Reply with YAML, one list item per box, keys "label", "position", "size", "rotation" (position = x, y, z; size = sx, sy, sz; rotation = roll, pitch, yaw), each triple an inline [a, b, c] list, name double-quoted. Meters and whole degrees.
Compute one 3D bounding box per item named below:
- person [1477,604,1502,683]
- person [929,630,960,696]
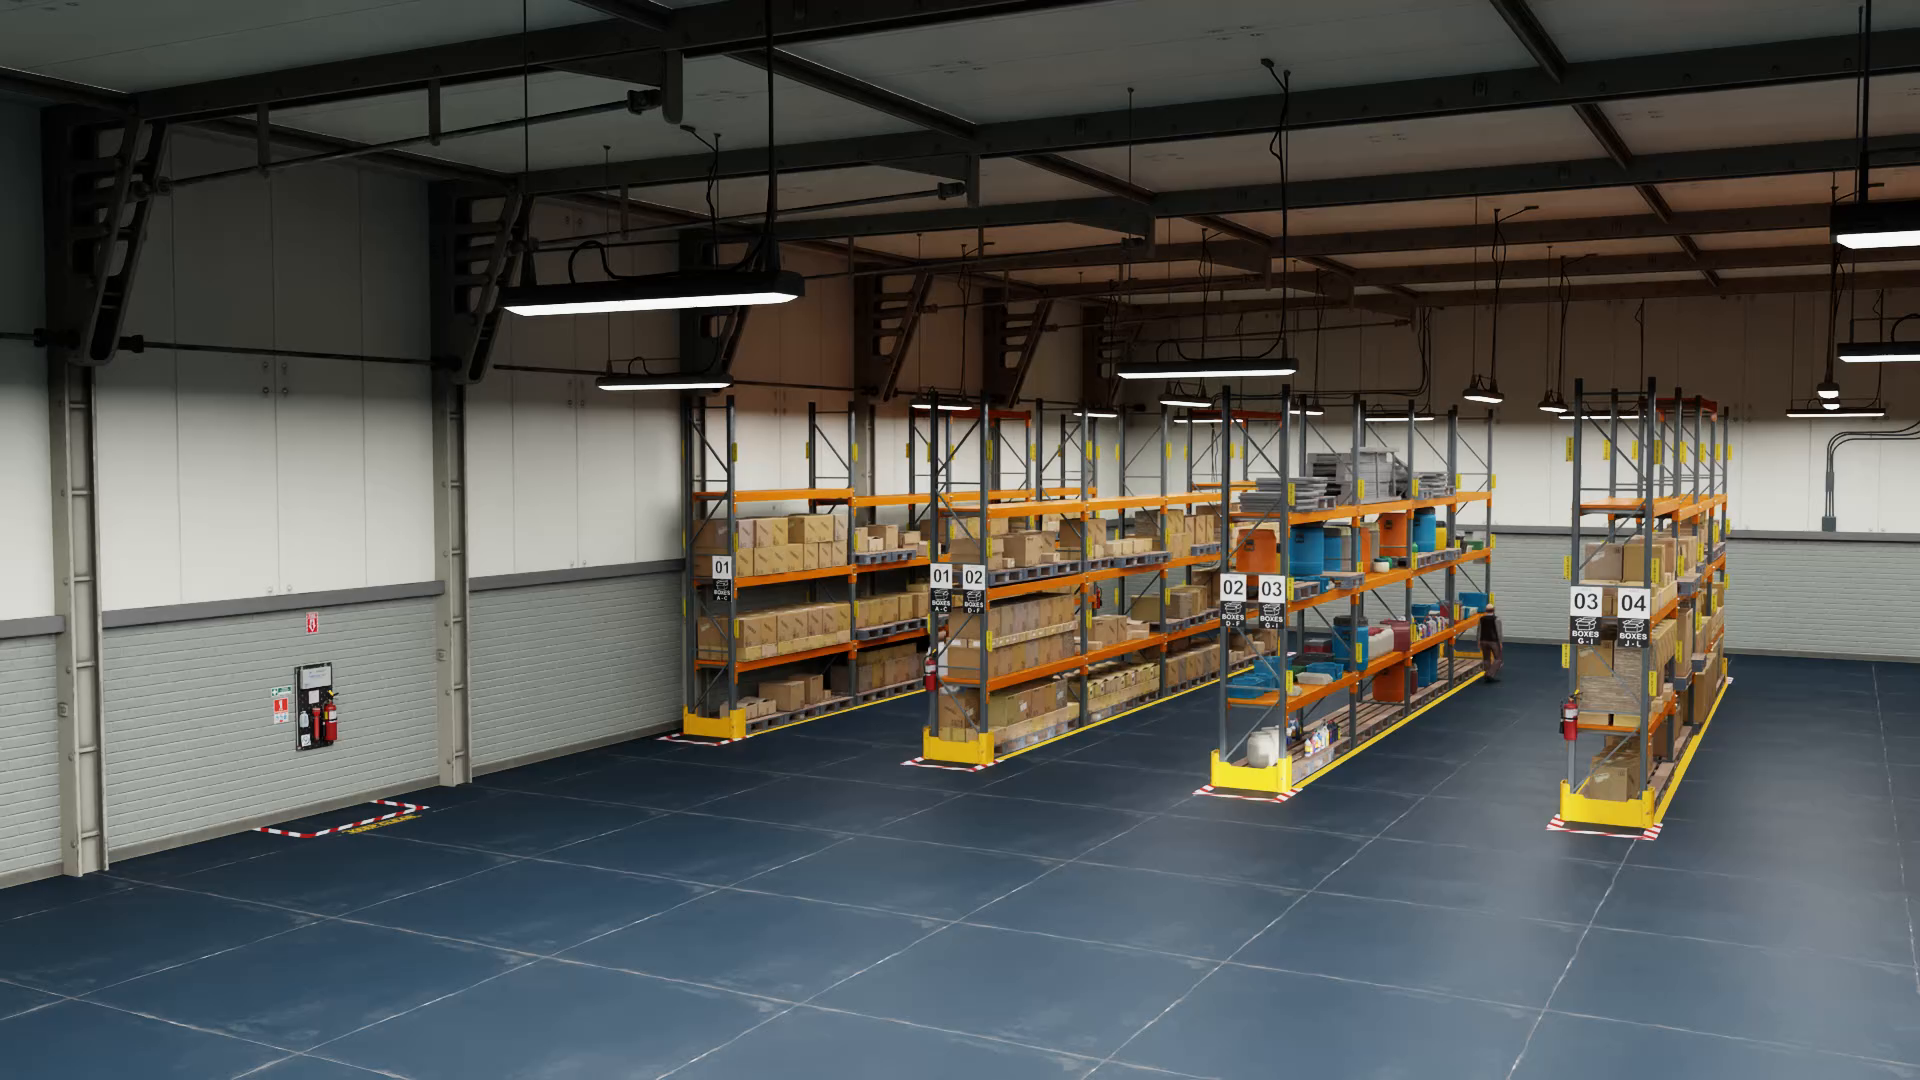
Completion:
- label: "person"
  position: [11.509, 2.248, 36.140]
  size: [0.563, 1.719, 0.519]
  rotation: [2, 4, 39]
- label: "person"
  position: [-0.325, 2.527, 30.094]
  size: [0.612, 1.770, 0.572]
  rotation: [2, 4, 38]
